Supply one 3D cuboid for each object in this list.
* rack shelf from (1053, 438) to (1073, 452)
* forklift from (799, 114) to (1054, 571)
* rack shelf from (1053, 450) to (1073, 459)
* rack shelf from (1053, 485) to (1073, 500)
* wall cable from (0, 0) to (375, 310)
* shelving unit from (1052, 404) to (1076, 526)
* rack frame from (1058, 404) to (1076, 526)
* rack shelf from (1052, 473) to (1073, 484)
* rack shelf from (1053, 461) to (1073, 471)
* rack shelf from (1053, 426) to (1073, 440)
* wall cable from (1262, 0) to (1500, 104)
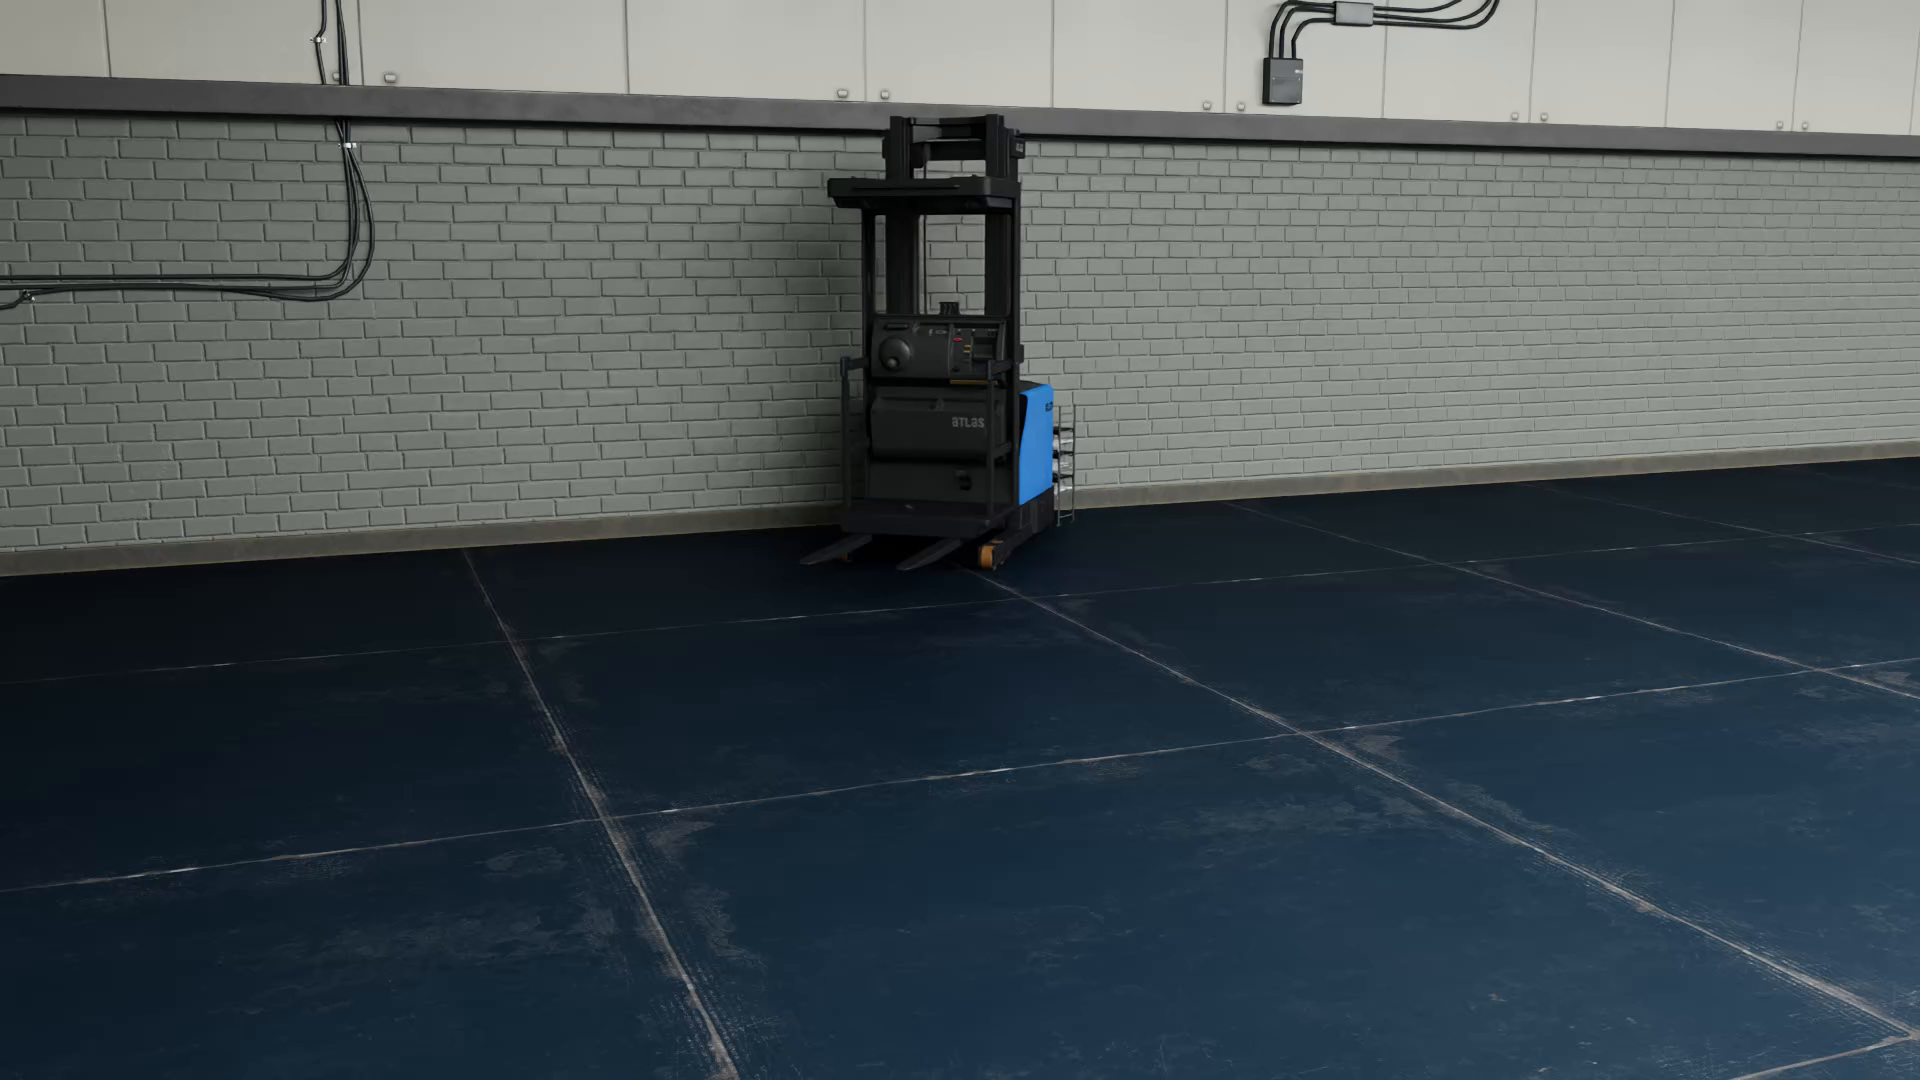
[{"bbox_3d":[0.720,-0.721,12.566,0.200,0.077,0.258,7,12,33],"label":"rack shelf"},{"bbox_3d":[-0.204,-1.323,10.987,1.130,2.935,3.031,3,11,16],"label":"forklift"},{"bbox_3d":[0.720,-0.633,12.582,0.200,0.077,0.258,7,12,33],"label":"rack shelf"},{"bbox_3d":[0.720,-0.367,12.629,0.200,0.077,0.258,7,12,33],"label":"rack shelf"},{"bbox_3d":[-5.329,-2.717,10.363,3.097,2.526,0.112,-4,11,-21],"label":"wall cable"},{"bbox_3d":[0.720,-0.577,12.592,0.210,0.900,0.258,7,12,33],"label":"shelving unit"},{"bbox_3d":[0.804,-0.567,12.536,0.006,0.900,0.240,7,12,33],"label":"rack frame"},{"bbox_3d":[0.720,-0.455,12.613,0.200,0.077,0.258,7,12,33],"label":"rack shelf"},{"bbox_3d":[0.720,-0.544,12.598,0.200,0.077,0.258,7,12,33],"label":"rack shelf"},{"bbox_3d":[0.720,-0.810,12.551,0.200,0.077,0.258,7,12,33],"label":"rack shelf"},{"bbox_3d":[3.525,-6.520,13.166,2.305,6.003,0.169,-4,11,-21],"label":"wall cable"}]
